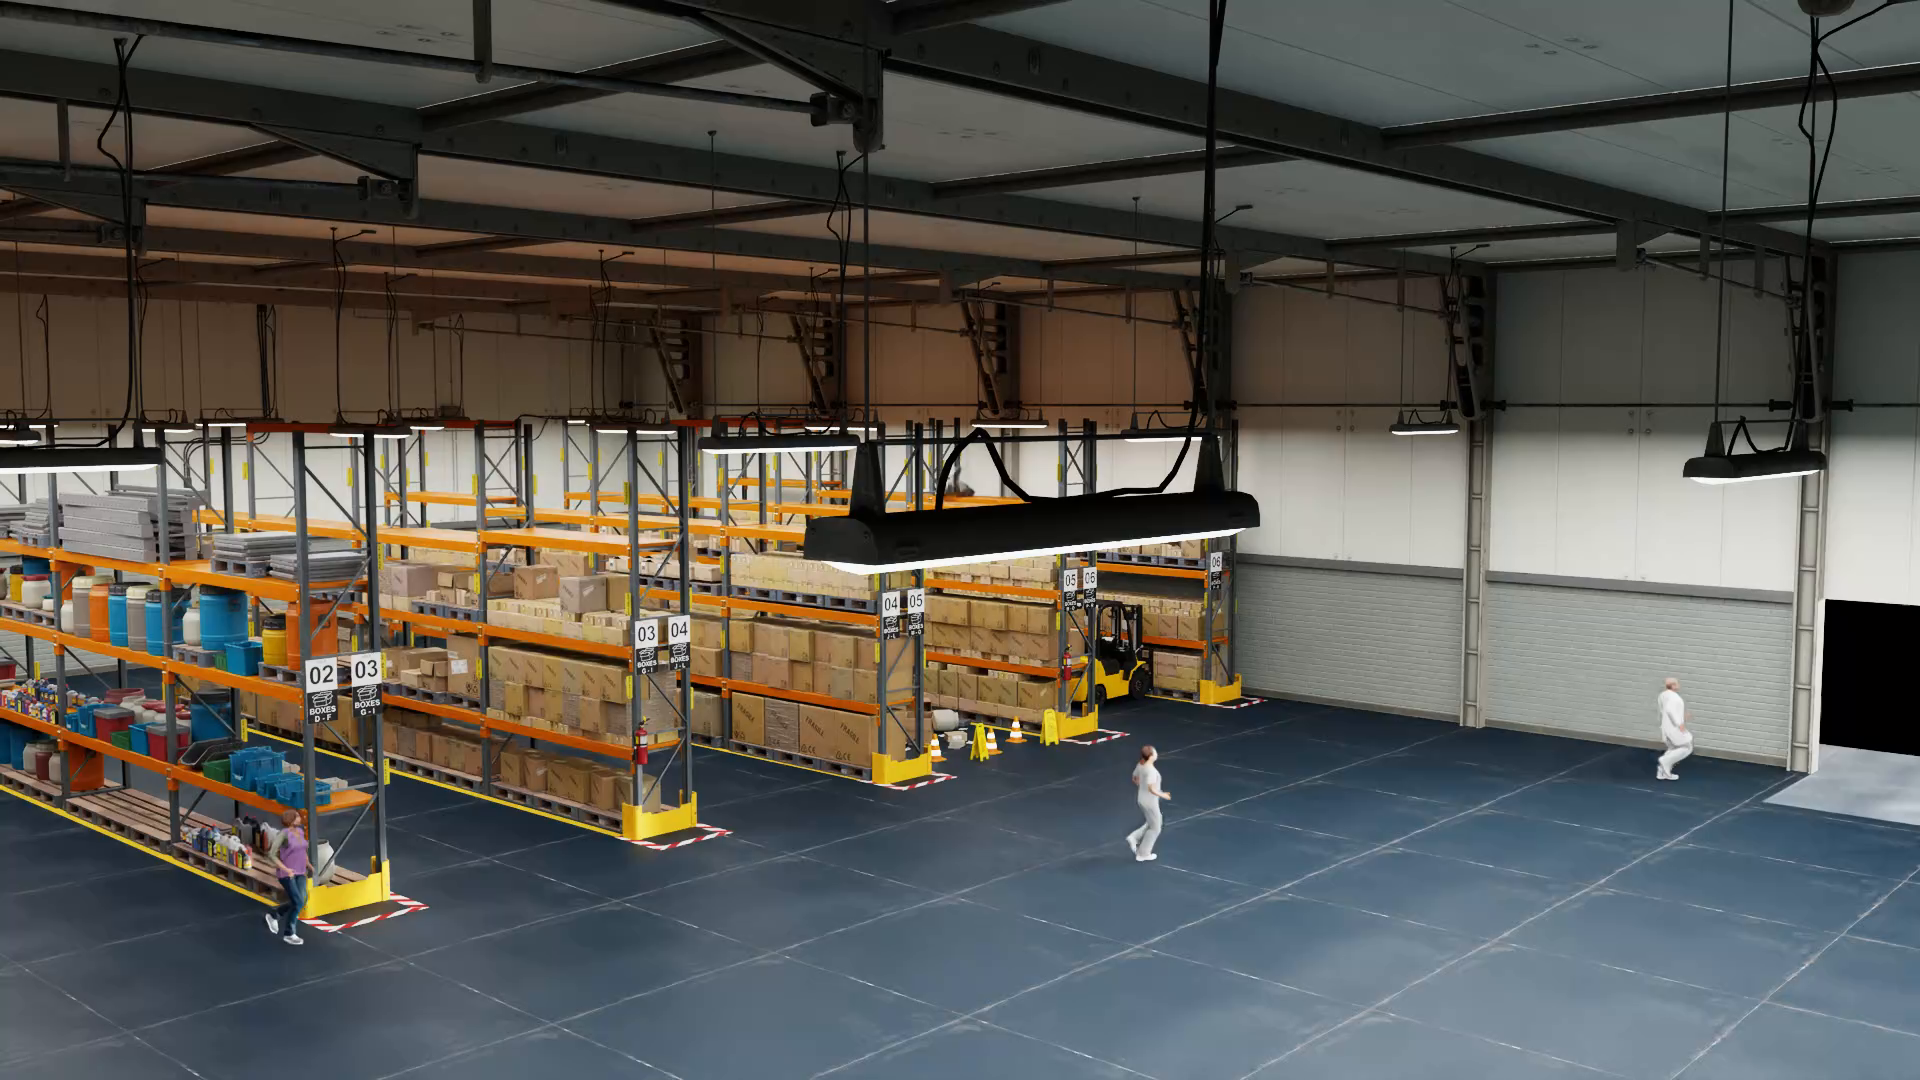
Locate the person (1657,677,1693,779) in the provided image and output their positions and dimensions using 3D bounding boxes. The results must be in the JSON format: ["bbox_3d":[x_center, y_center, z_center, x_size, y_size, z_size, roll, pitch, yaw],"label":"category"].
[{"bbox_3d":[12.045,3.174,27.995,0.624,1.735,0.701,0,5,-2],"label":"person"}]

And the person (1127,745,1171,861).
[{"bbox_3d":[2.612,3.634,23.017,0.553,1.624,0.541,-1,5,-17],"label":"person"}]

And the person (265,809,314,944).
[{"bbox_3d":[-7.949,3.960,19.659,0.529,1.564,0.582,1,5,13],"label":"person"}]

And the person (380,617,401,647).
[{"bbox_3d":[-13.618,2.182,39.905,1.024,1.744,0.707,-5,6,-44],"label":"person"}]
